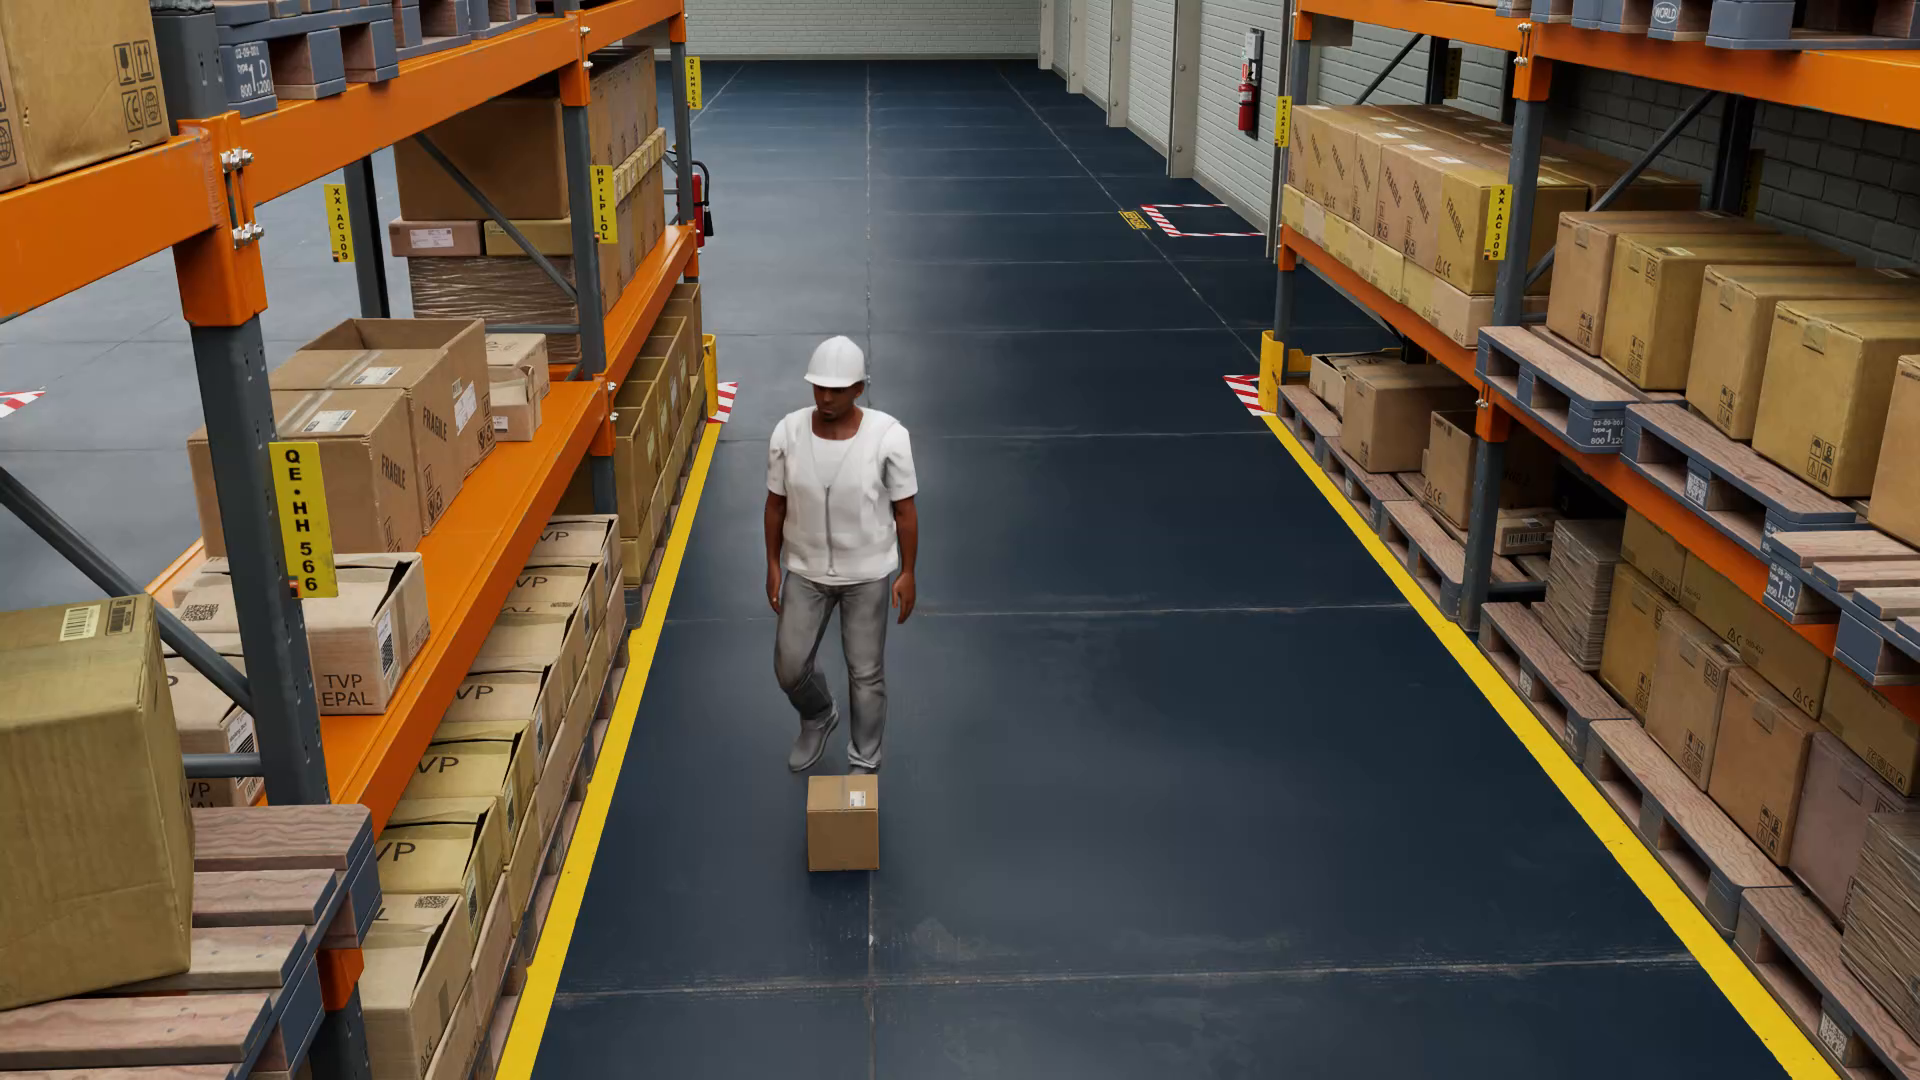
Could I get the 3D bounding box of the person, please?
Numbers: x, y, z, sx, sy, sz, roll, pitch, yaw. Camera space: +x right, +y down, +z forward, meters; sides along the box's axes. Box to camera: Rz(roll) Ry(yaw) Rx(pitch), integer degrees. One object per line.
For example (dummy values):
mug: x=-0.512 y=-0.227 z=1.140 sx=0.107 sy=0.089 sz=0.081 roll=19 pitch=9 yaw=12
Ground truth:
person: x=-0.444 y=0.112 z=6.195 sx=0.583 sy=1.766 sz=0.500 roll=3 pitch=20 yaw=7
